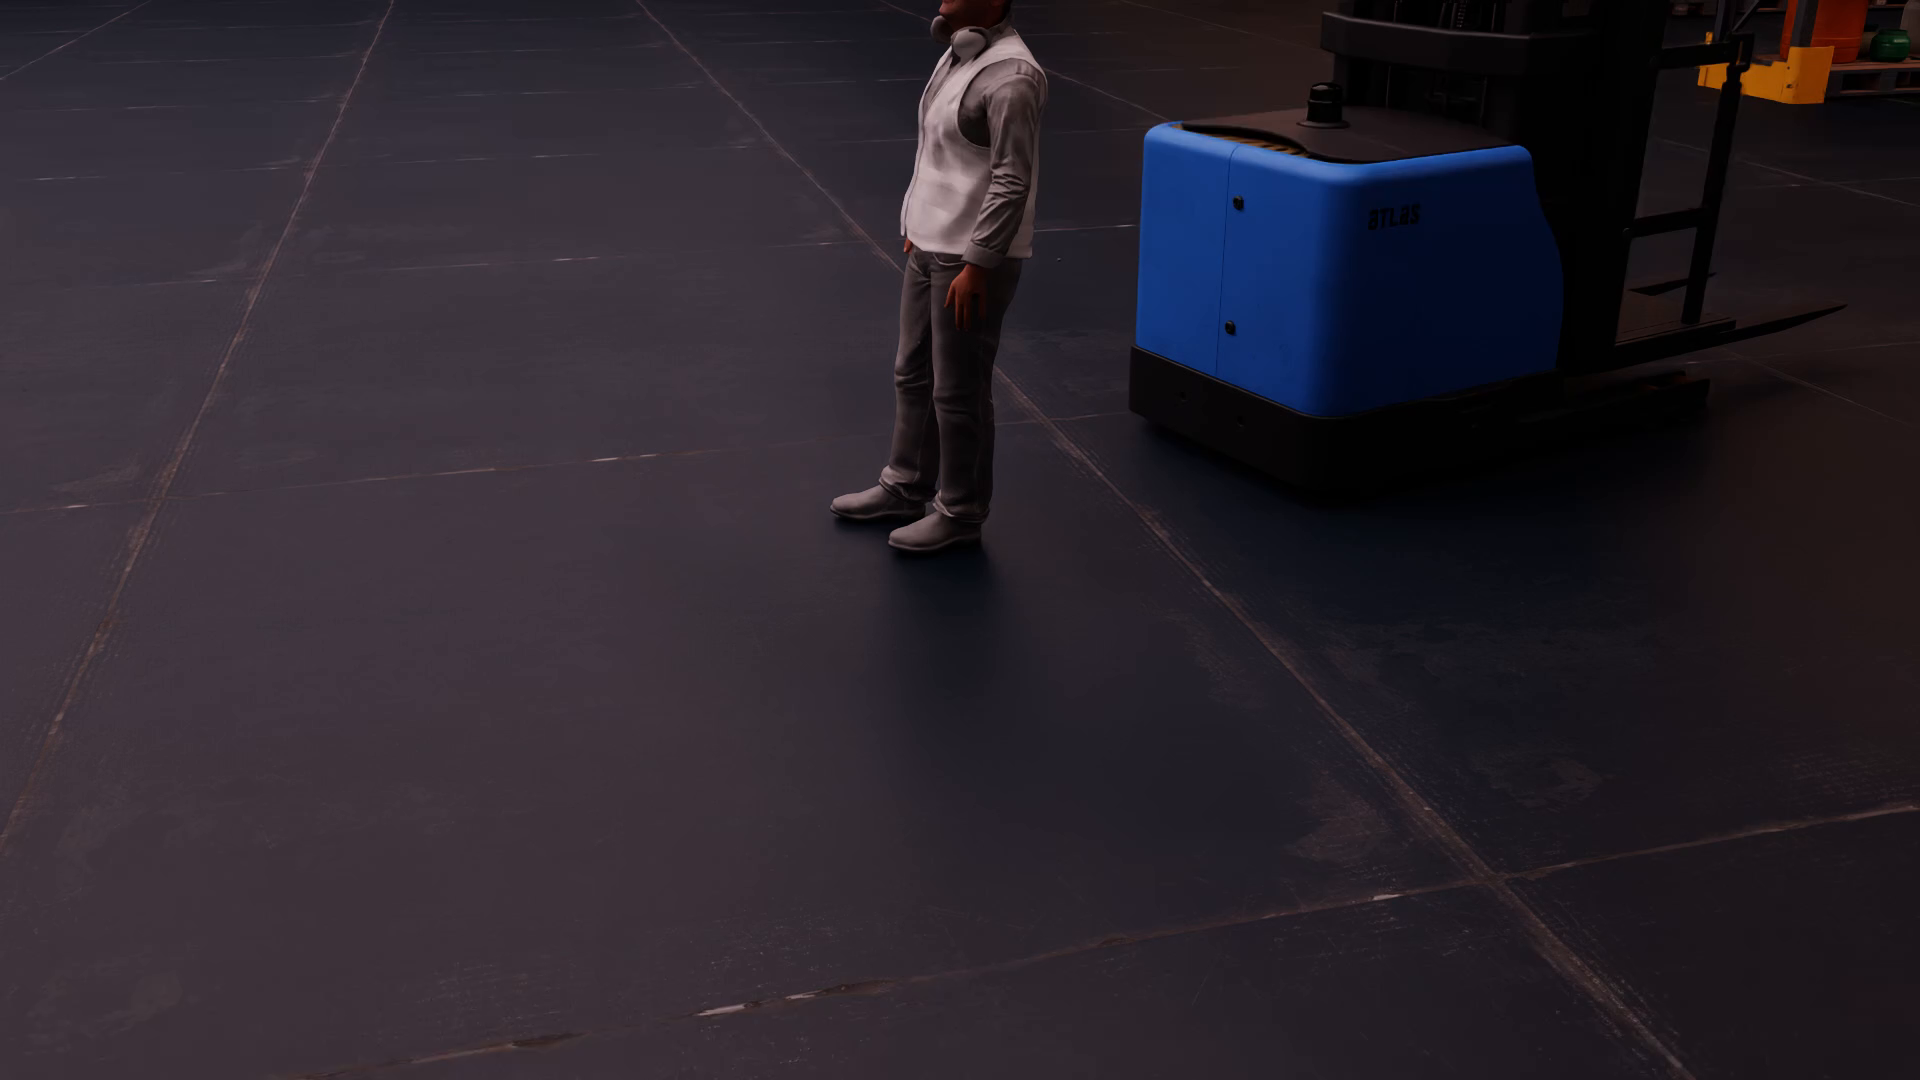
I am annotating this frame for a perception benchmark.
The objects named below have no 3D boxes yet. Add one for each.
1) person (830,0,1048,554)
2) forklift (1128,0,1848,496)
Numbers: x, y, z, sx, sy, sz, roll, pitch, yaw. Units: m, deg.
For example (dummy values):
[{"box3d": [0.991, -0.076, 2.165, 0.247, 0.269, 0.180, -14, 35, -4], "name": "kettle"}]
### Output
[{"box3d": [-0.062, -0.820, 4.695, 0.568, 1.773, 0.632, -6, 24, -14], "name": "person"}, {"box3d": [2.132, -1.905, 5.785, 3.031, 2.935, 1.130, -13, 27, -29], "name": "forklift"}]
